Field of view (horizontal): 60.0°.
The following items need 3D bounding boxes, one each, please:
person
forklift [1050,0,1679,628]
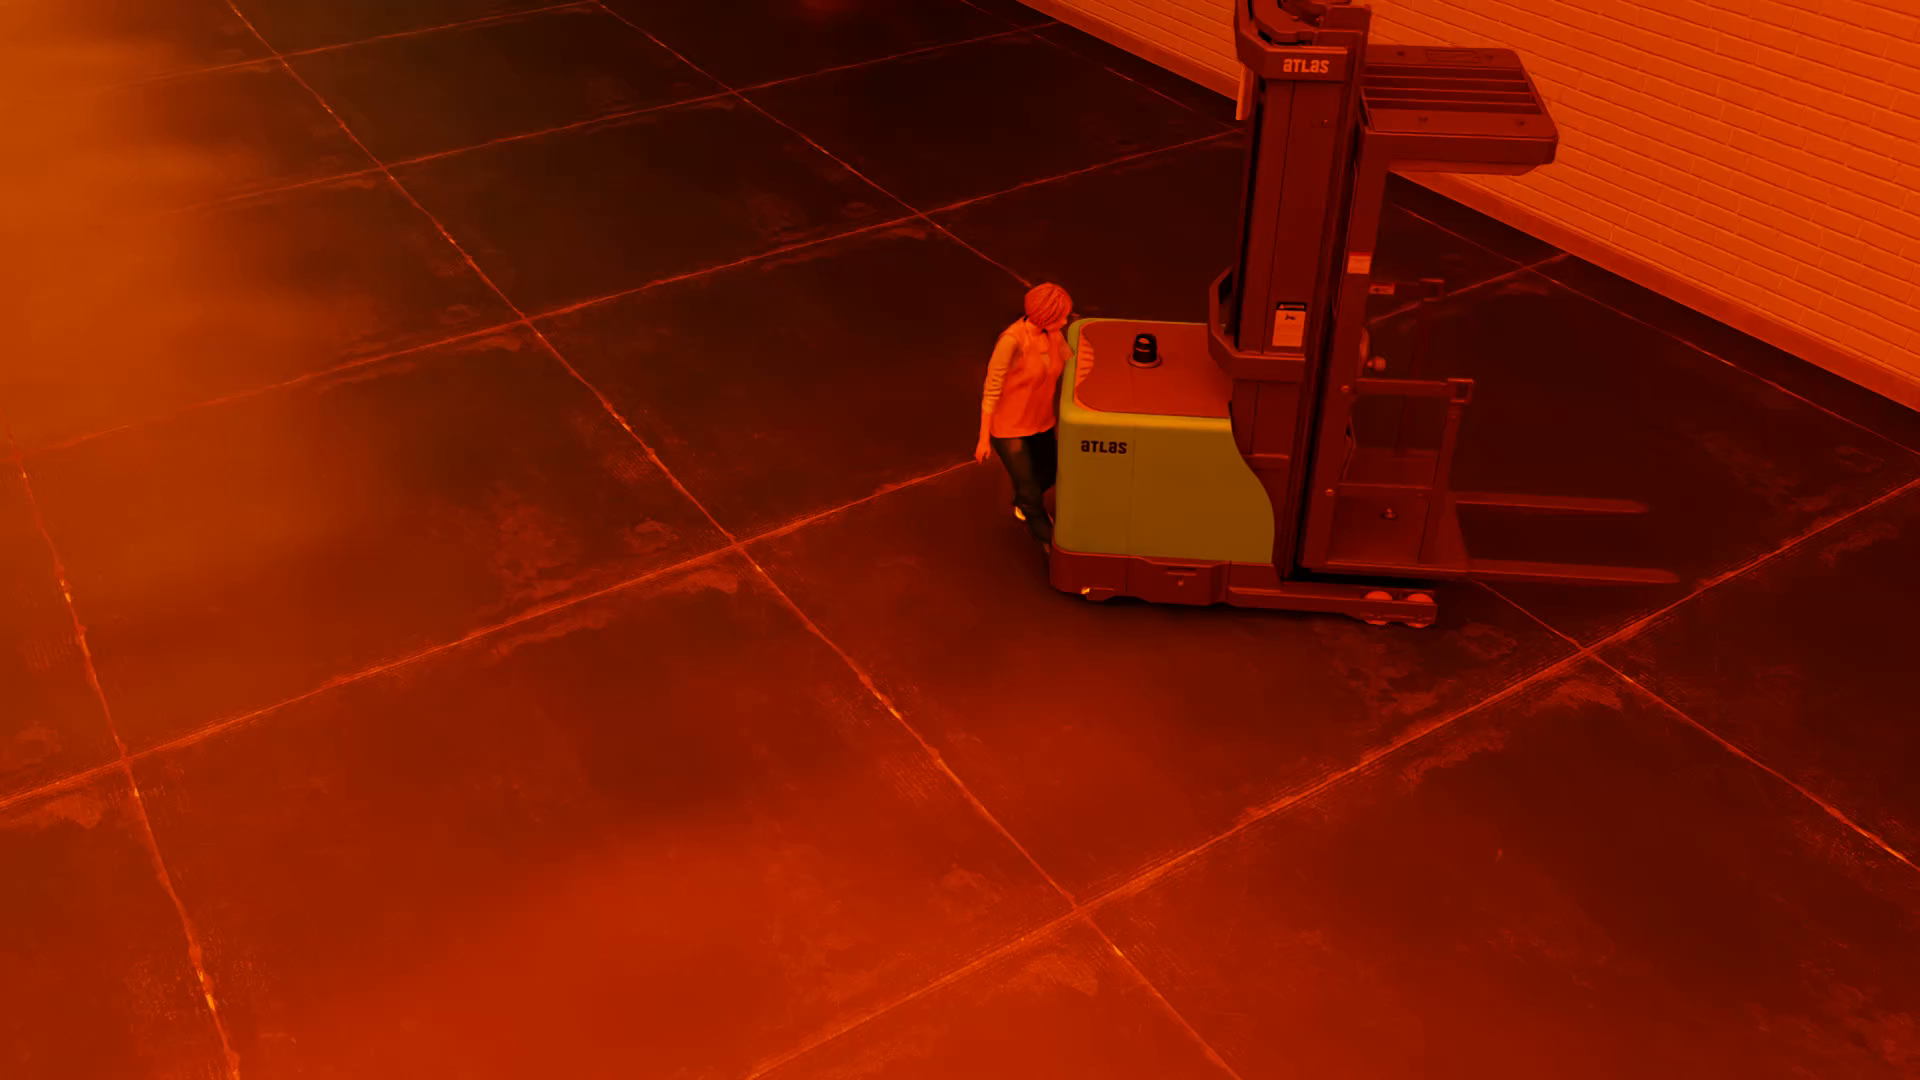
[{"bbox_3d":[0.423,-0.498,8.103,0.642,1.510,0.828,-30,45,-35],"label":"person"},{"bbox_3d":[1.998,-1.096,7.707,3.031,2.935,1.130,3,35,5],"label":"forklift"}]
